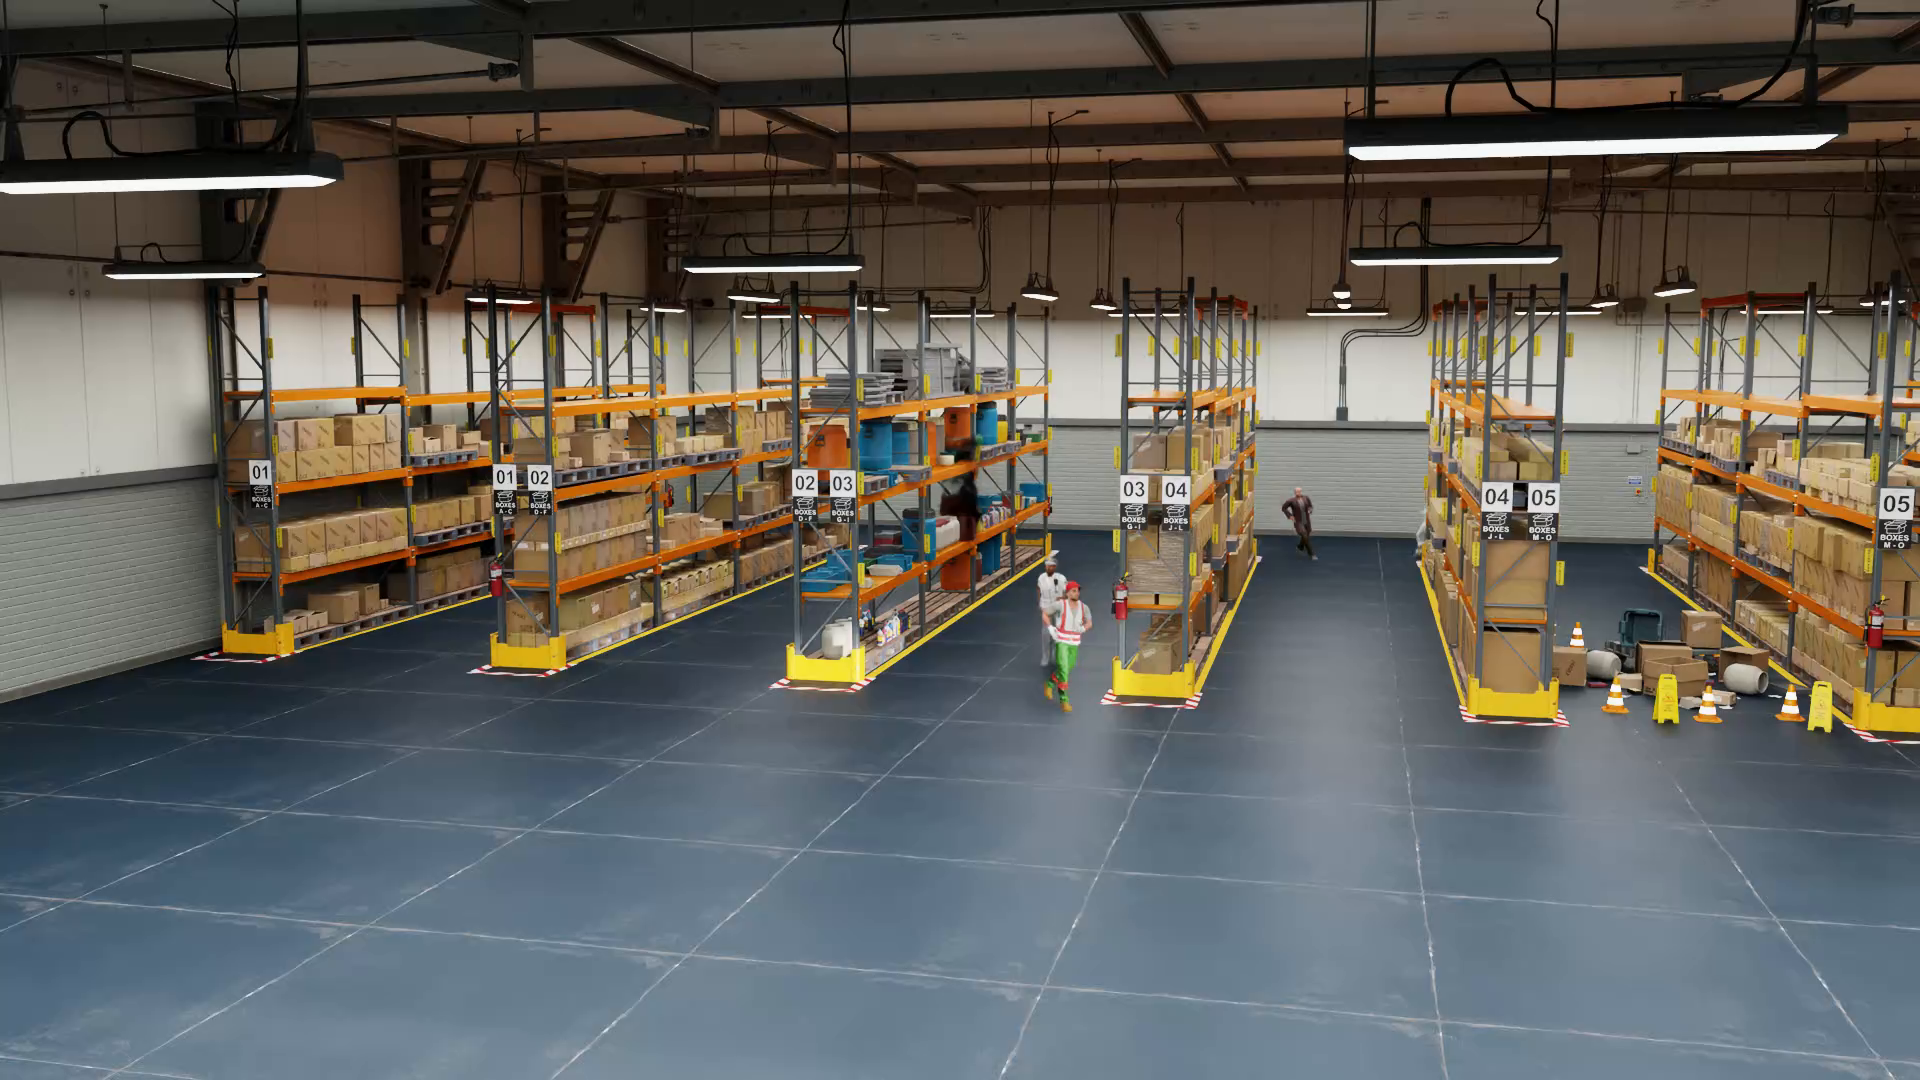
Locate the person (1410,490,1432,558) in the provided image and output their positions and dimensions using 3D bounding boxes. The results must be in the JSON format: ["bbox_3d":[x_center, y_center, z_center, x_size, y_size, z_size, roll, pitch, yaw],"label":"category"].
[{"bbox_3d":[11.218,-0.394,39.517,0.858,1.742,0.747,1,7,5],"label":"person"}]

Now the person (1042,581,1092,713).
[{"bbox_3d":[1.529,1.463,23.349,0.694,1.788,0.886,-3,7,-22],"label":"person"}]

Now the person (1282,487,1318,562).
[{"bbox_3d":[8.029,-0.393,39.413,0.717,1.751,1.014,-2,7,-19],"label":"person"}]

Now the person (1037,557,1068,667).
[{"bbox_3d":[1.499,1.113,26.585,0.575,1.736,0.812,1,7,11],"label":"person"}]
